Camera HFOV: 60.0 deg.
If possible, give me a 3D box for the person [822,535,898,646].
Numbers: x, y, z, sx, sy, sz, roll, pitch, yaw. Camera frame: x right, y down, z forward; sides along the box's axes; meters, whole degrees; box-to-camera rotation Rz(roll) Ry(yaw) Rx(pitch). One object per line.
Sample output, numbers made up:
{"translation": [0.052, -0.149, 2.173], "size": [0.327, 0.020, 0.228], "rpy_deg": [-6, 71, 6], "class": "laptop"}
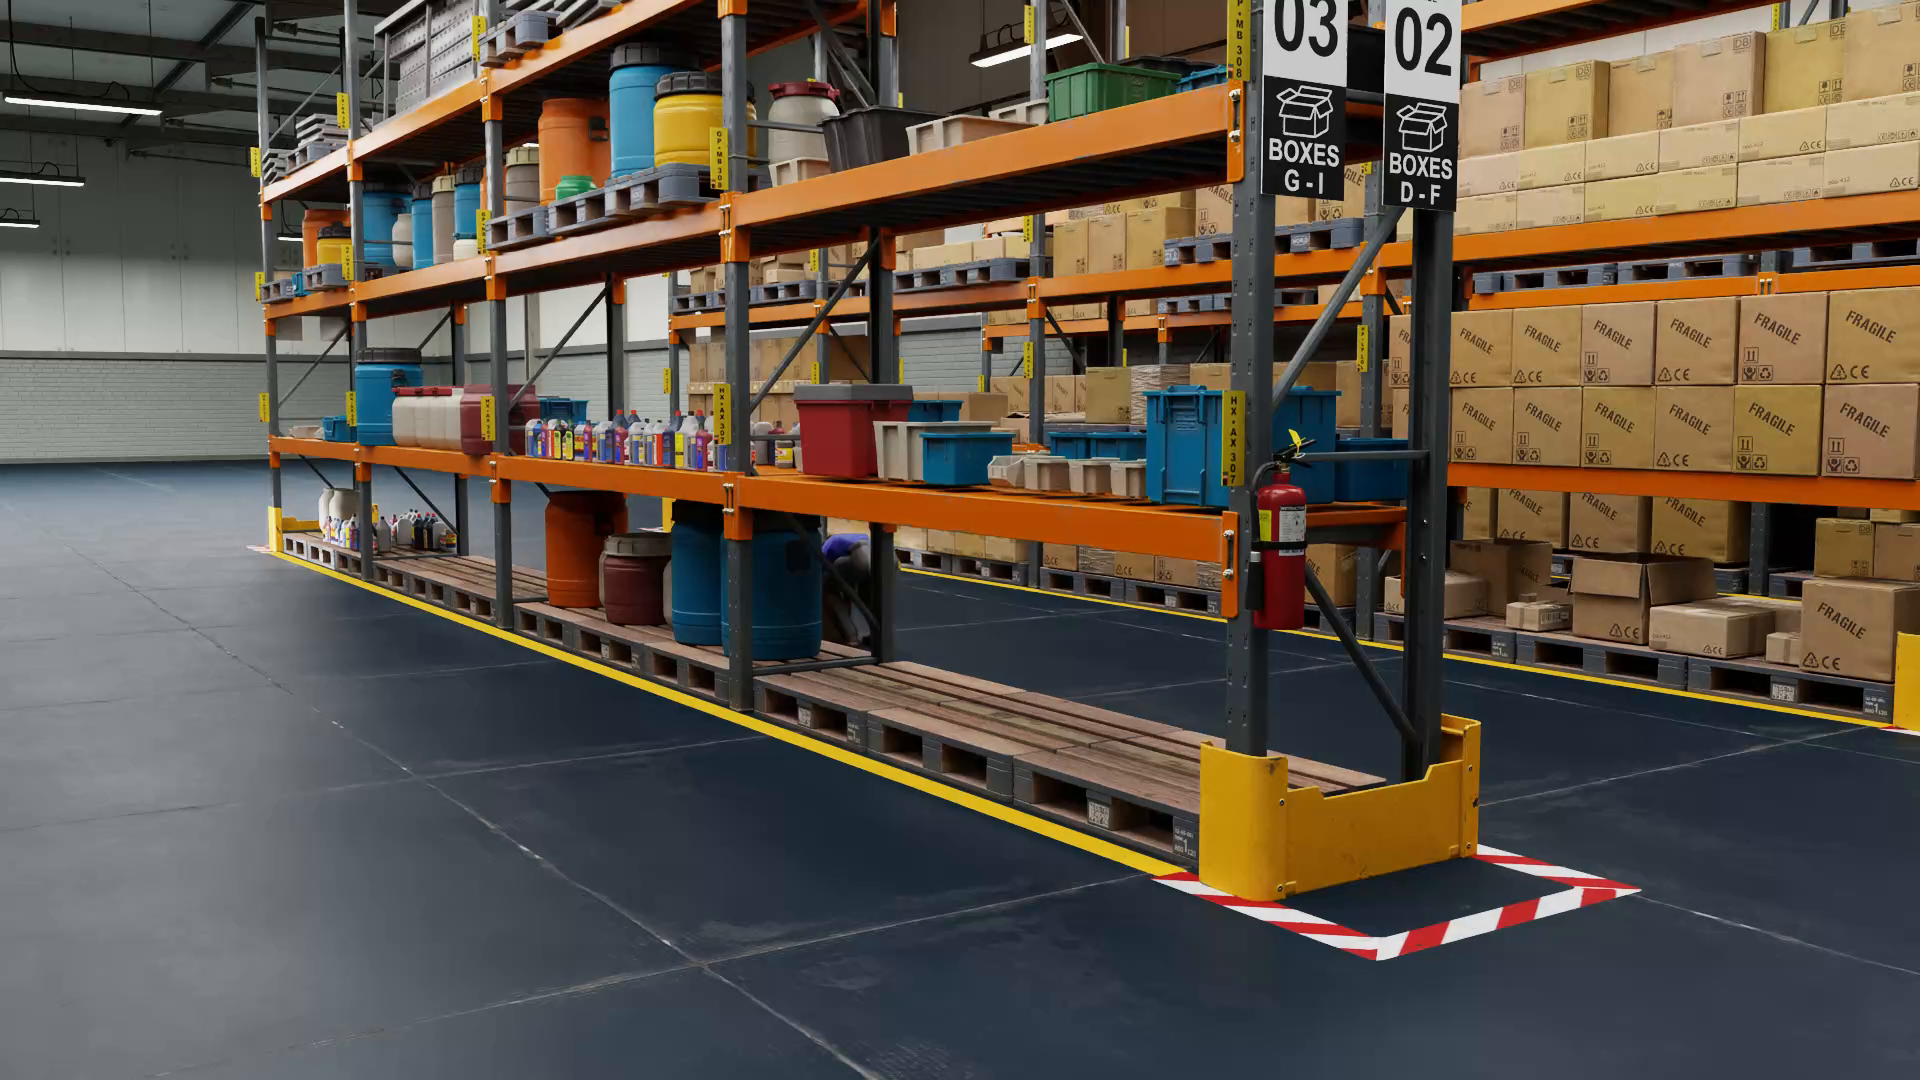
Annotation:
{"translation": [-0.789, 0.355, 11.732], "size": [0.458, 0.794, 0.871], "rpy_deg": [-4, 6, -37], "class": "person"}
